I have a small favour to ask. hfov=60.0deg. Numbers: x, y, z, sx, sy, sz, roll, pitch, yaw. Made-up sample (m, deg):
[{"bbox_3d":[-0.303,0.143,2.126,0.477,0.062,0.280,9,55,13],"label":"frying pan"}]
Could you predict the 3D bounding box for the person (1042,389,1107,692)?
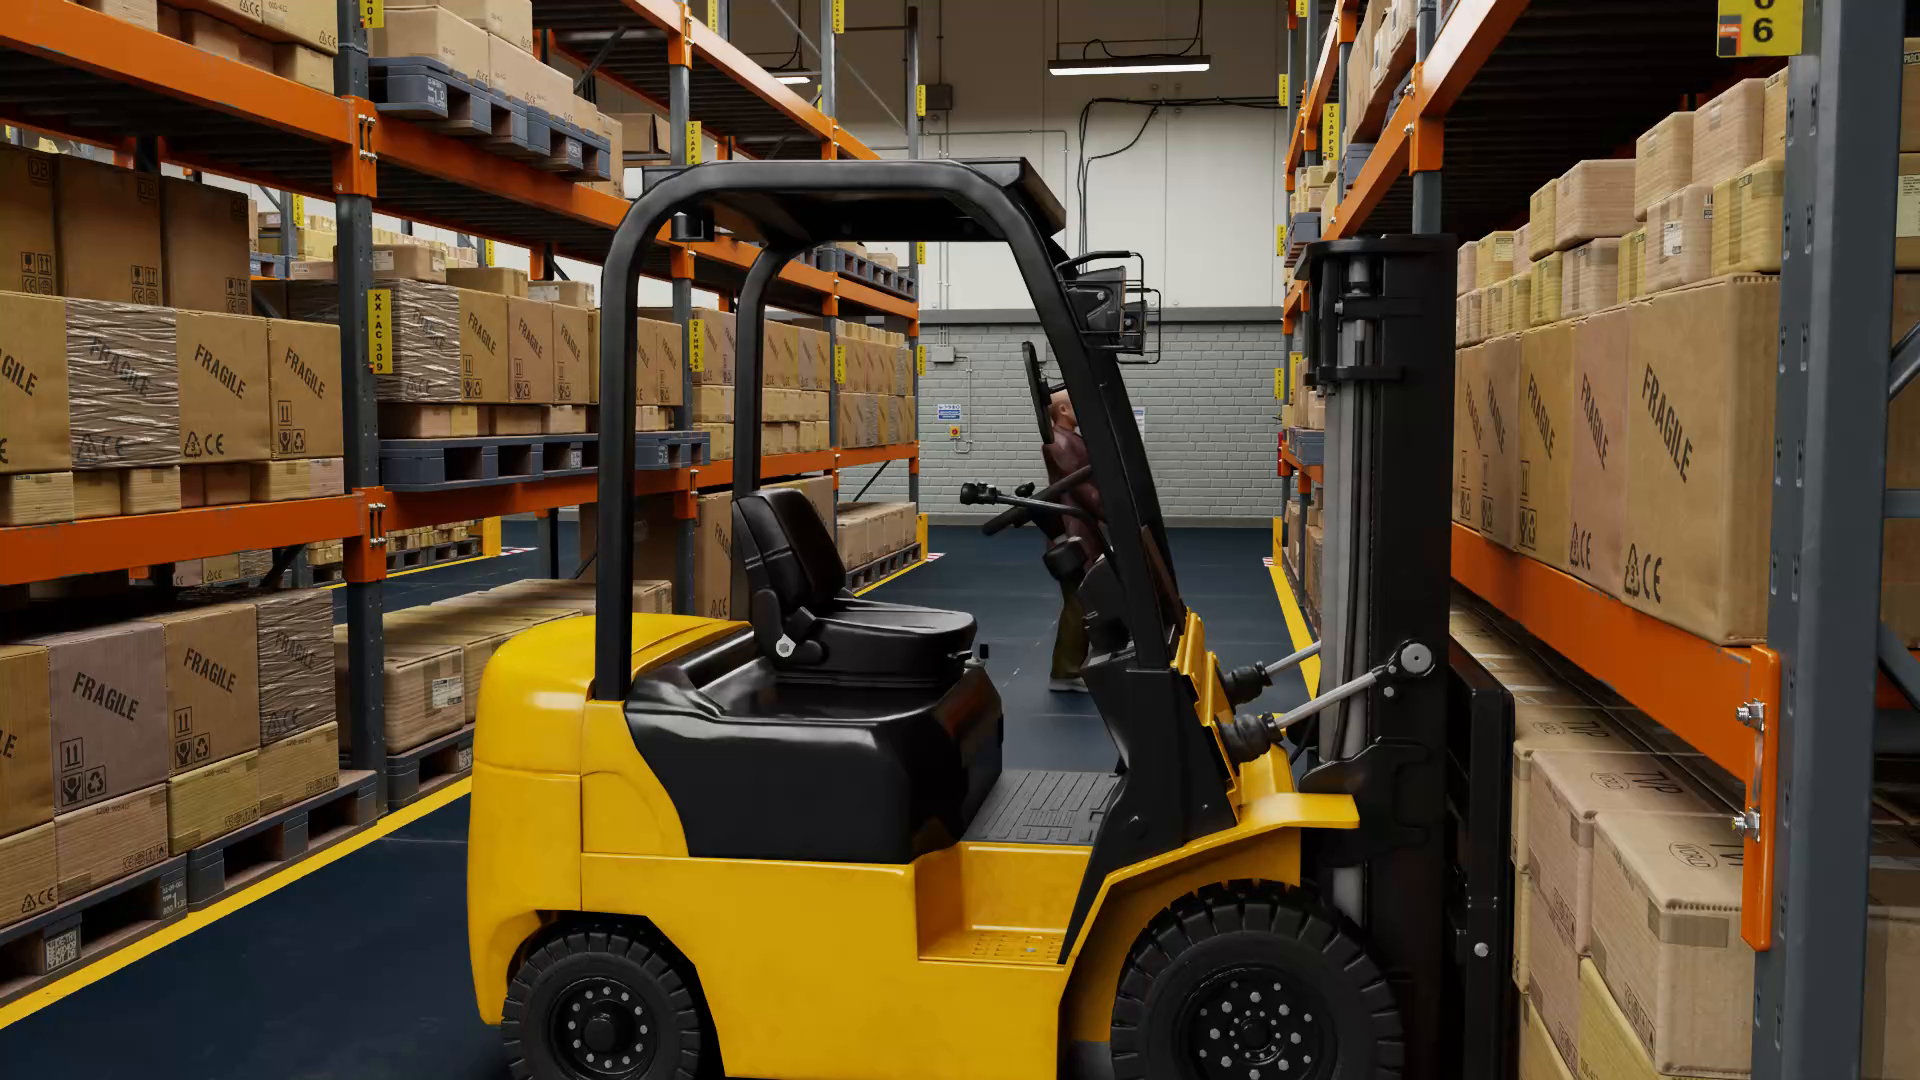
[{"bbox_3d":[0.772,-0.010,9.751,0.562,1.769,0.530,1,4,9],"label":"person"}]
